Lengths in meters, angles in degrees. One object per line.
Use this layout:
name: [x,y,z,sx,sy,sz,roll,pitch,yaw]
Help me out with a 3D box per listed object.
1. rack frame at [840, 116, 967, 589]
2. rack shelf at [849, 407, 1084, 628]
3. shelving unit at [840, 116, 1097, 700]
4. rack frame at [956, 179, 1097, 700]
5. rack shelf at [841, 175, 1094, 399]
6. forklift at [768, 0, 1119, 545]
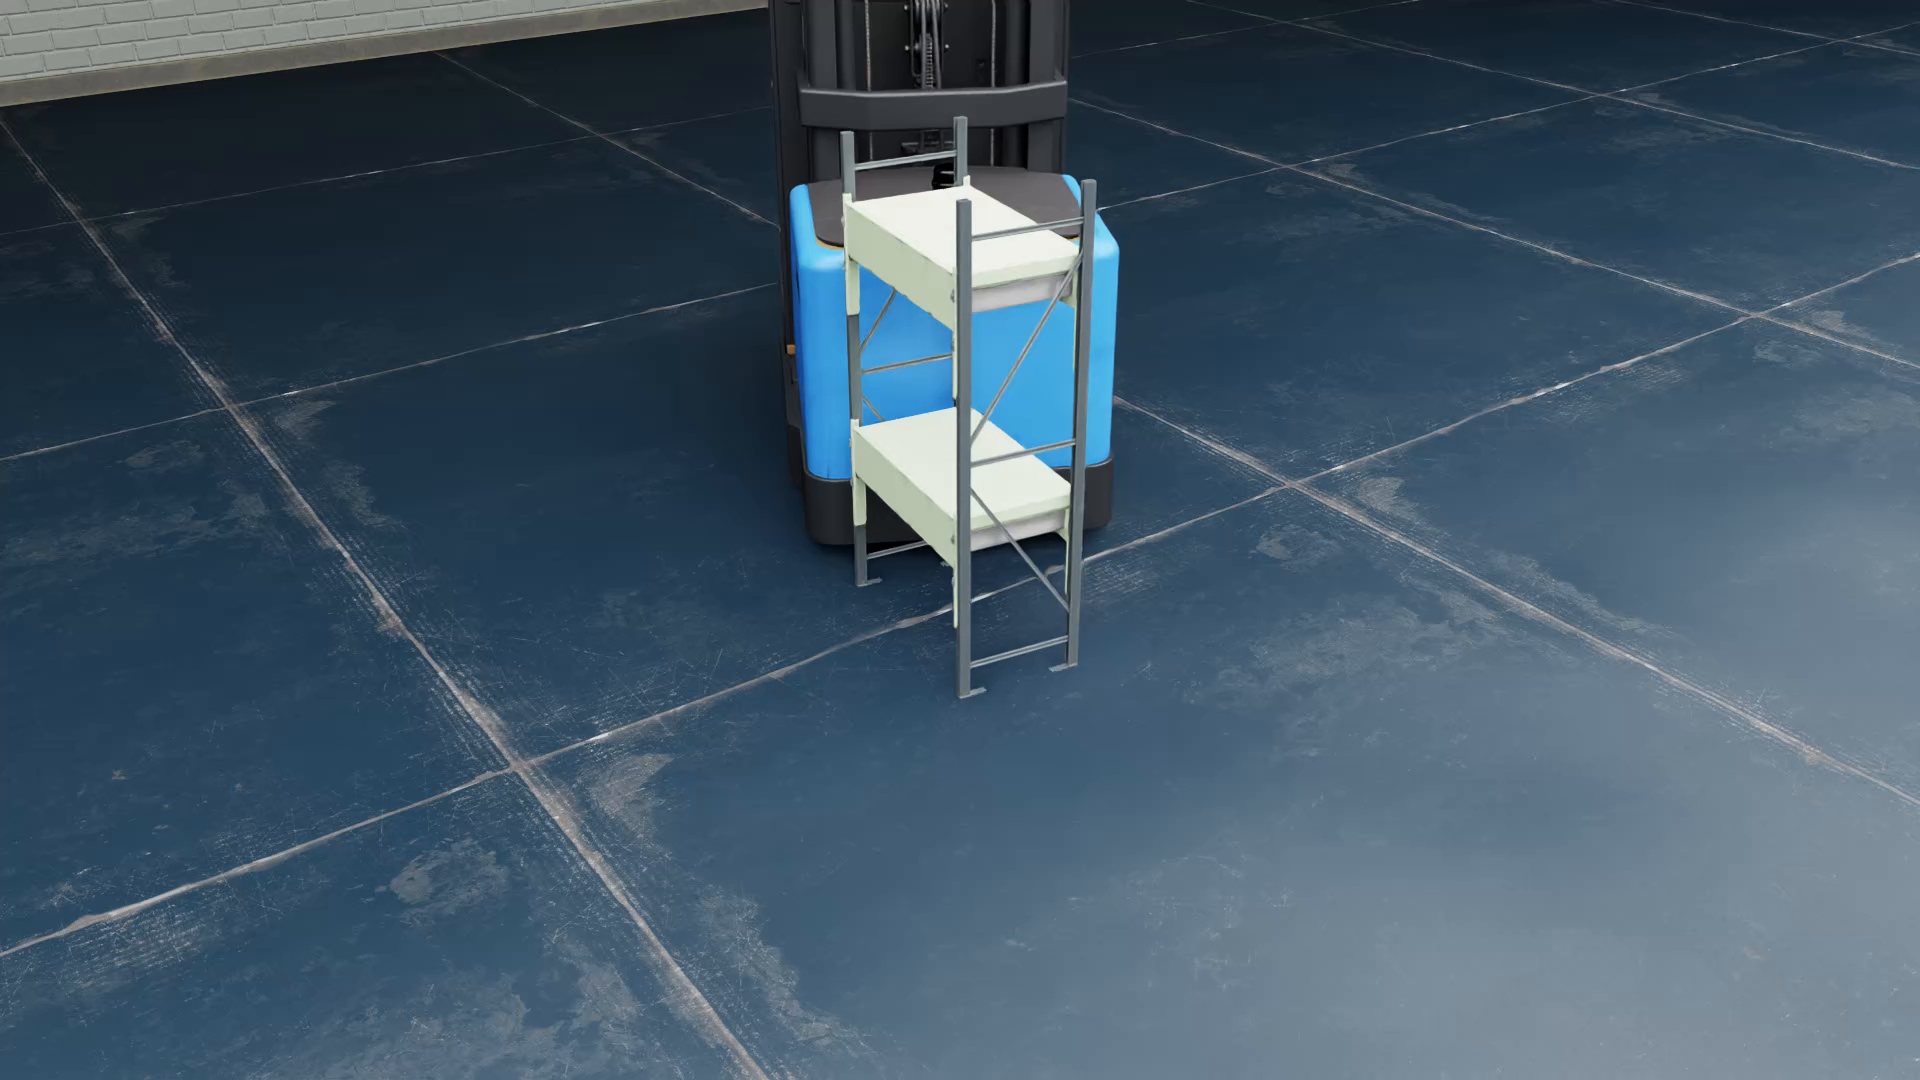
rack frame: [-0.161,-0.547,5.186,0.400,1.500,0.023,-14,31,-24]
rack shelf: [0.006,-0.105,5.055,0.431,0.370,0.720,-14,31,-24]
shelving unit: [0.006,-0.392,4.900,0.431,1.500,0.755,-14,31,-24]
rack frame: [0.173,-0.236,4.614,0.400,1.500,0.023,-14,31,-24]
rack shelf: [0.006,-0.735,4.714,0.431,0.370,0.720,-14,31,-24]
forklift: [-0.180,-1.949,6.268,1.130,2.935,3.031,-4,29,-6]
